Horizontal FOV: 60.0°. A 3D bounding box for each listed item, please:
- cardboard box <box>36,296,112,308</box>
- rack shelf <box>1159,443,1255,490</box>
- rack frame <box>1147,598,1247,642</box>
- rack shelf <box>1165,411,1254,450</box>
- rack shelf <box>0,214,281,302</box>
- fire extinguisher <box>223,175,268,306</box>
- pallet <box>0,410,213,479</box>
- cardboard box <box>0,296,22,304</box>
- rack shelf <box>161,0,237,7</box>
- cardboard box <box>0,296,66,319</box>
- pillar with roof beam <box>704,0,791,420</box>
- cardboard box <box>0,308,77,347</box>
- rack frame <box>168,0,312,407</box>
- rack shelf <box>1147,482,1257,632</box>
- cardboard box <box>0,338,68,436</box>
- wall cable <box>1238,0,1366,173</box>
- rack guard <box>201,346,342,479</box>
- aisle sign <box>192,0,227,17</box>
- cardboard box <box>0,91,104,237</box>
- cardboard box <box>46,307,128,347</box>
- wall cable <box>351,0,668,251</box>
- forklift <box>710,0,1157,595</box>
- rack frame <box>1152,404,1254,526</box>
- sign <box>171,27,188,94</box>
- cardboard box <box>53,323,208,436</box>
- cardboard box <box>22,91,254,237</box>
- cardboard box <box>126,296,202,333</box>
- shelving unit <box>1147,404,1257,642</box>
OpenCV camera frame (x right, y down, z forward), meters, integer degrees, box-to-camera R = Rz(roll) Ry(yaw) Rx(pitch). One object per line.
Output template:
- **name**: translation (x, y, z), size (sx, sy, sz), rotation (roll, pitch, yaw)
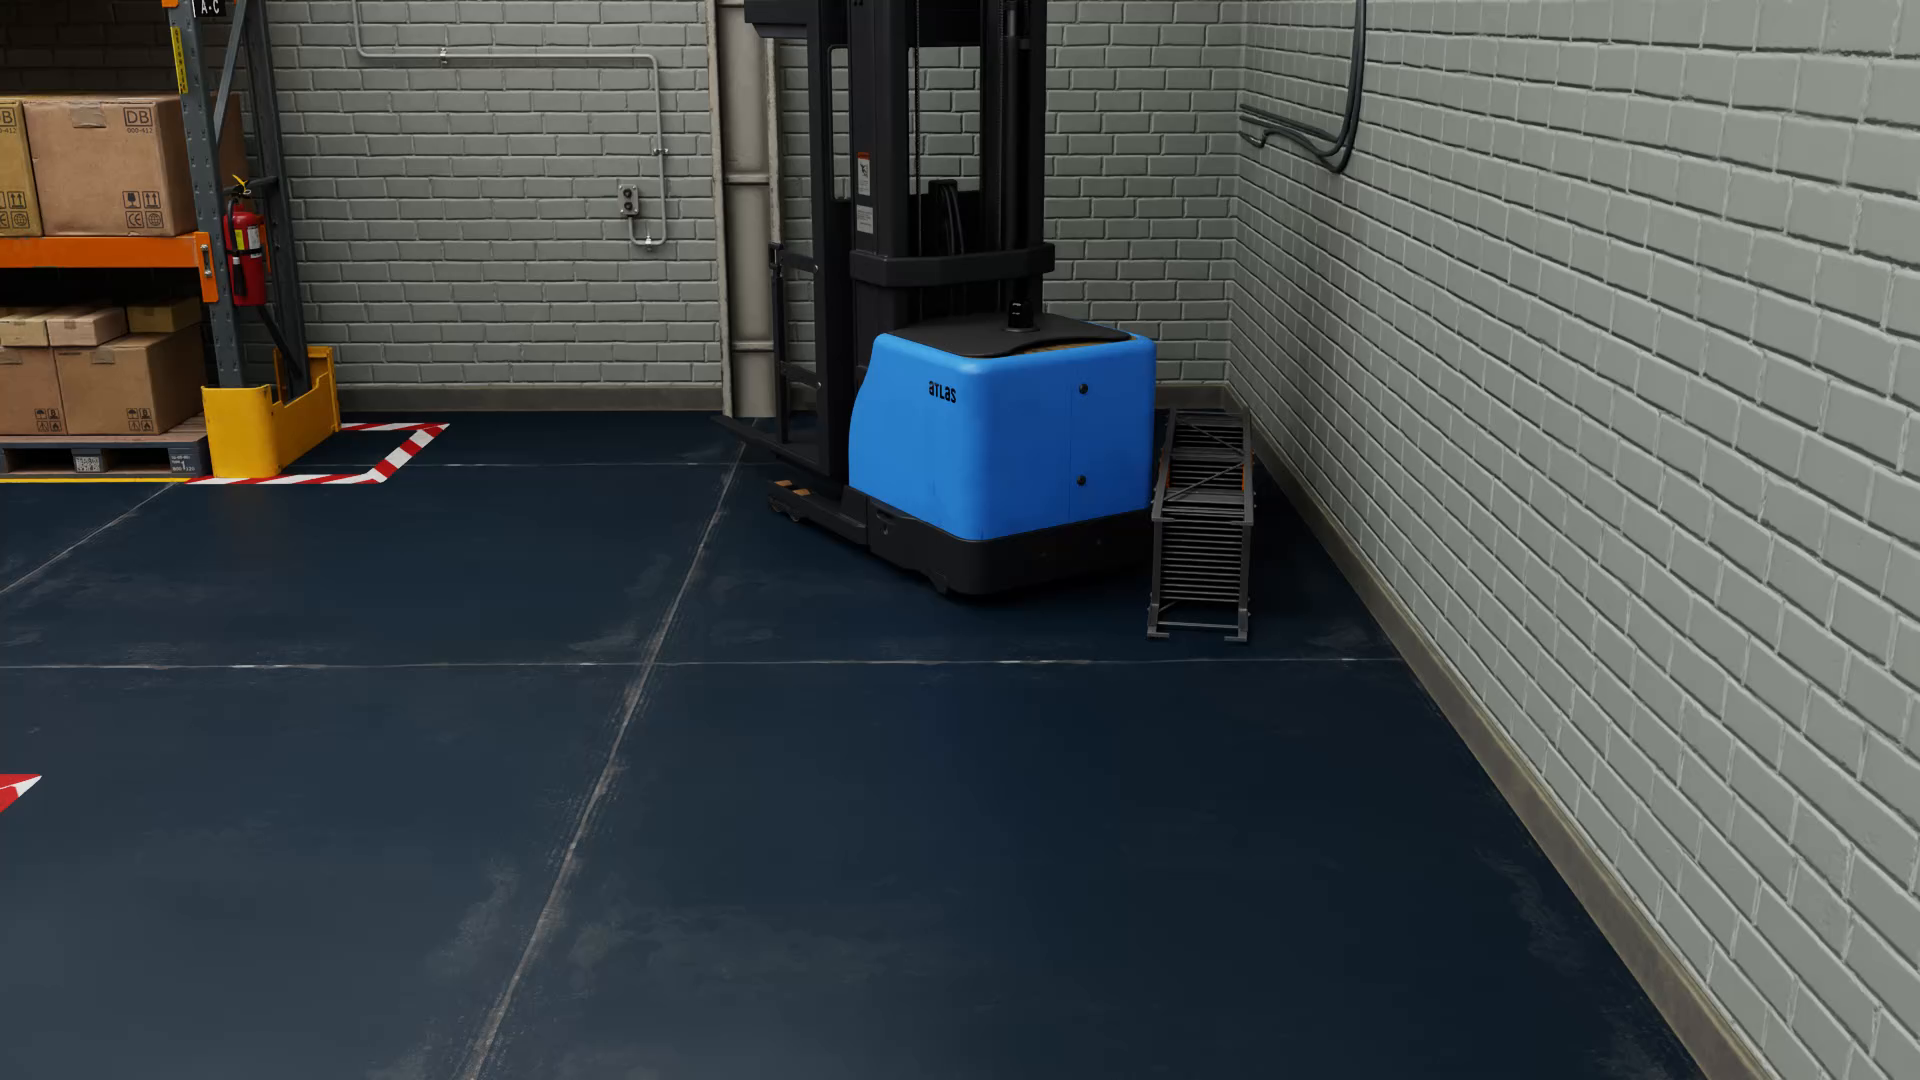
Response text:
- **cardboard box**: translation (-5.049, -1.287, 9.492), size (0.250, 0.149, 0.380), rotation (0, 18, -1)
- **rack shelf**: translation (1.123, -0.143, 7.636), size (0.431, 0.480, 0.518), rotation (3, 17, 9)
- **rack frame**: translation (1.124, 0.086, 7.721), size (0.400, 0.015, 2.100), rotation (3, 17, 9)
- **rack shelf**: translation (1.233, -0.348, 8.296), size (0.431, 0.480, 0.518), rotation (3, 17, 9)
- **rack shelf**: translation (-5.966, -1.591, 9.275), size (4.000, 0.370, 1.077), rotation (0, 18, -1)
- **fire extinguisher**: translation (-3.808, -1.589, 8.827), size (0.183, 0.674, 0.296), rotation (0, 18, -1)
- **pallet**: translation (-4.764, -0.588, 9.534), size (1.213, 0.211, 1.003), rotation (0, 18, -1)
- **cardboard box**: translation (-5.554, -1.284, 9.484), size (0.250, 0.149, 0.380), rotation (0, 18, 0)
- **rack shelf**: translation (-5.966, -3.019, 8.817), size (4.000, 0.370, 1.077), rotation (0, 18, -1)
- **cardboard box**: translation (-5.299, -1.286, 9.488), size (0.250, 0.149, 0.380), rotation (0, 18, 0)
- **pillar with roof beam**: translation (-1.212, -3.762, 5.044), size (0.400, 9.000, 9.100), rotation (0, 18, -1)
- **cardboard box**: translation (-5.045, -1.170, 9.128), size (0.250, 0.149, 0.380), rotation (0, 18, 1)
- **rack frame**: translation (-3.966, -1.943, 9.195), size (0.127, 3.000, 1.000), rotation (0, 18, -1)
- **rack shelf**: translation (1.012, 0.063, 6.976), size (0.431, 0.480, 0.518), rotation (3, 17, 9)
- **cardboard box**: translation (-5.165, -0.917, 9.399), size (0.500, 0.500, 0.700), rotation (0, 18, -1)
- **wall cable**: translation (1.695, -3.240, 8.498), size (0.112, 2.526, 3.097), rotation (0, 18, -1)
- **rack guard**: translation (-3.942, -0.753, 9.577), size (0.348, 0.500, 1.175), rotation (0, 18, -1)
- **aisle sign**: translation (-3.889, -3.090, 8.513), size (0.004, 0.787, 0.394), rotation (0, 18, -1)
- **cardboard box**: translation (-5.203, -2.074, 9.110), size (0.700, 0.700, 0.980), rotation (0, 18, -1)
- **cardboard box**: translation (-4.790, -1.172, 9.132), size (0.250, 0.149, 0.380), rotation (0, 18, -2)
- **wall cable**: translation (-2.701, -2.722, 9.960), size (1.851, 1.984, 0.084), rotation (0, 18, -1)
- **forklift**: translation (-0.336, -1.556, 8.099), size (1.130, 2.935, 3.031), rotation (-11, 21, -31)
- **rack frame**: translation (1.125, -0.380, 7.576), size (0.400, 0.015, 2.100), rotation (3, 17, 9)
- **sign**: translation (-3.971, -2.442, 8.465), size (0.005, 0.325, 0.100), rotation (0, 18, -1)
- **cardboard box**: translation (-4.664, -0.919, 9.407), size (0.500, 0.500, 0.700), rotation (0, 18, -1)
- **cardboard box**: translation (-4.476, -2.081, 9.132), size (0.700, 0.700, 0.980), rotation (1, 18, 2)
- **cardboard box**: translation (-4.542, -1.290, 9.500), size (0.250, 0.149, 0.380), rotation (0, 18, 0)
- **shelving unit**: translation (1.125, -0.147, 7.649), size (0.431, 0.503, 2.100), rotation (3, 17, 9)
